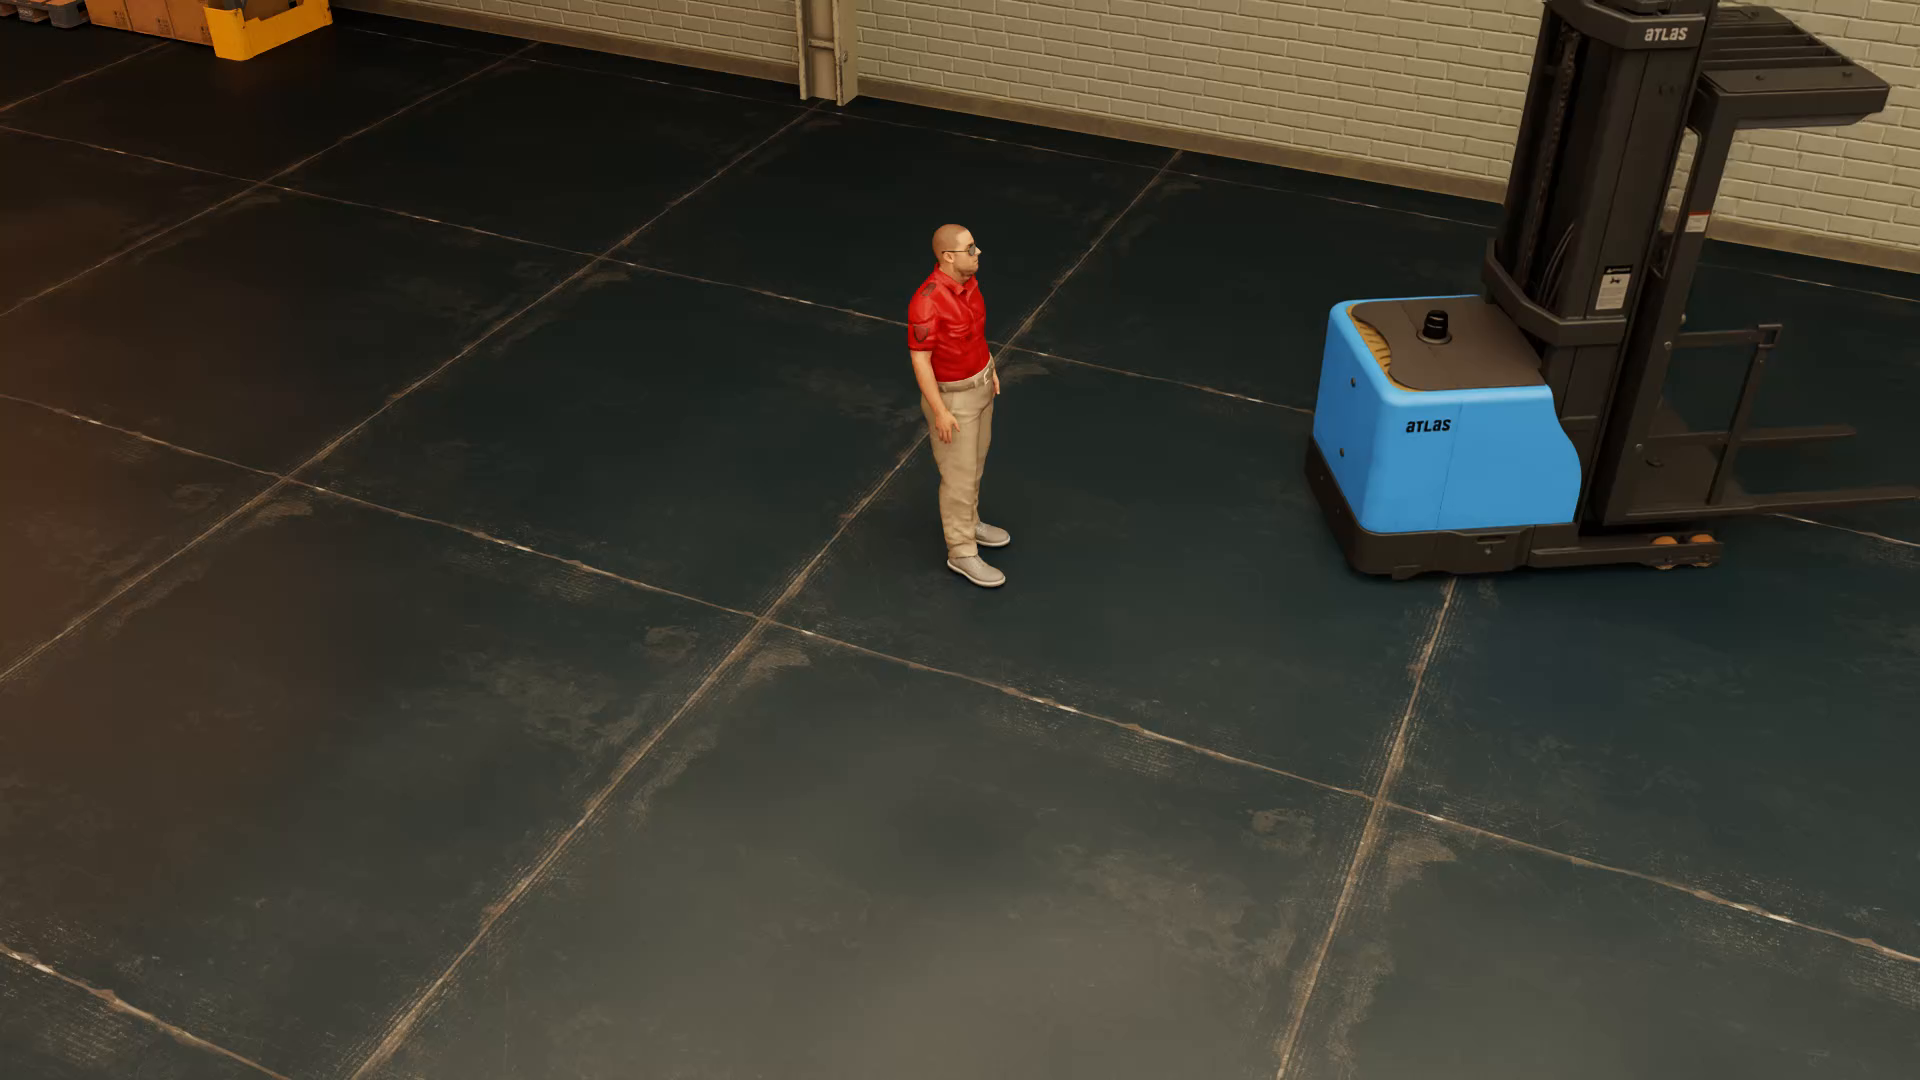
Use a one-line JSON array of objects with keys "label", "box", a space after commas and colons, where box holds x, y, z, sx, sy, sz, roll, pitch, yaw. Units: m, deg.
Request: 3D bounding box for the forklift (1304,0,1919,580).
[{"label": "forklift", "box": [3.417, -1.348, 7.977, 3.031, 2.935, 1.130, -3, 36, -5]}]

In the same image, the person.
[{"label": "person", "box": [0.076, -0.681, 8.065, 0.551, 1.727, 0.640, 15, 38, 20]}]
